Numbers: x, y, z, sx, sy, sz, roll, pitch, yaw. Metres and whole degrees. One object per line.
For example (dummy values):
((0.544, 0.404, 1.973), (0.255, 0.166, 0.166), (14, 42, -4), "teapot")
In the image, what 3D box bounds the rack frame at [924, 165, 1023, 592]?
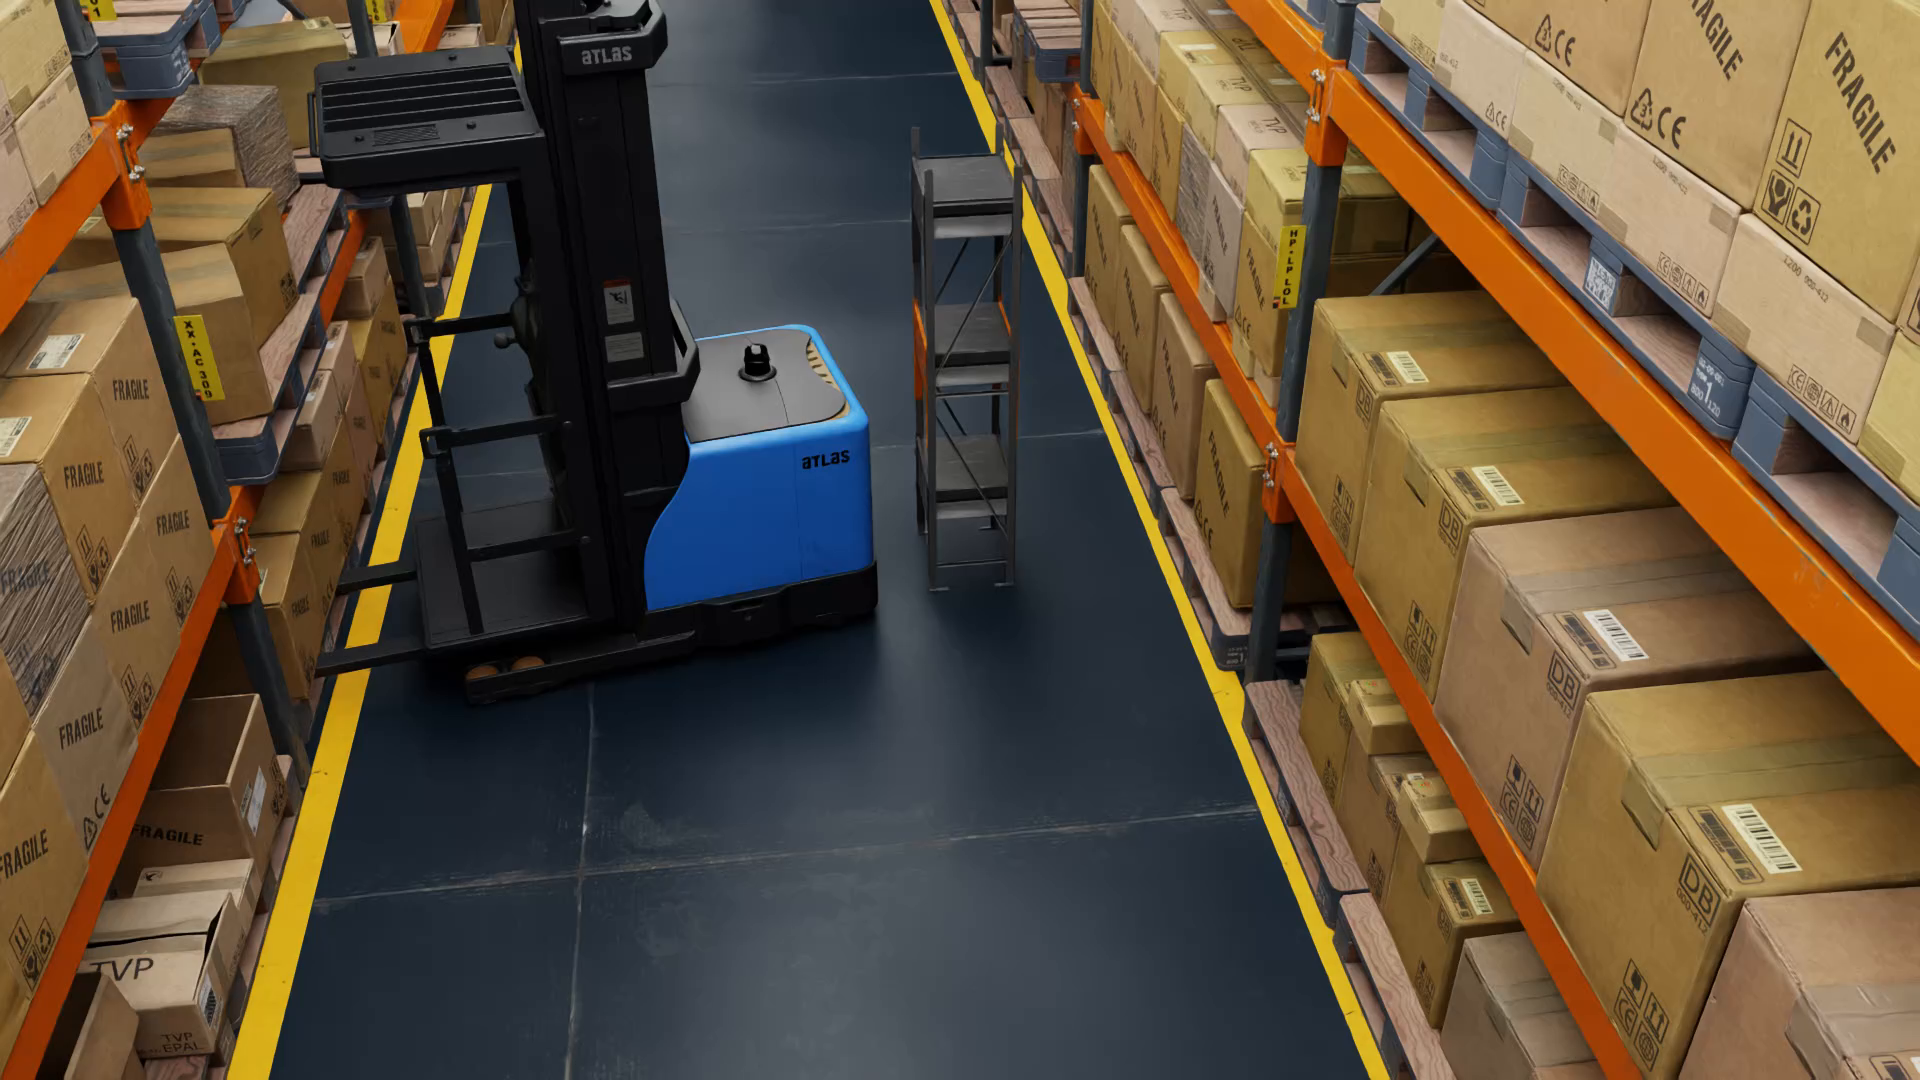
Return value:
((0.055, -0.639, 7.323), (0.400, 2.100, 0.015), (-4, 35, -6), "rack frame")

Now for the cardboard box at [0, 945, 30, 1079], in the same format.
((-2.562, 1.134, 3.834), (0.500, 0.500, 0.500), (-4, 35, -7), "cardboard box")

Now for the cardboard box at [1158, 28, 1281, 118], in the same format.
((1.232, -2.178, 7.745), (0.500, 0.250, 0.500), (-5, 35, -7), "cardboard box")

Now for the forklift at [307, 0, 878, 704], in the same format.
((-1.953, -0.835, 6.873), (3.031, 2.935, 1.130), (-11, 36, -16), "forklift")

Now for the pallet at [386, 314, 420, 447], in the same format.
((-3.638, -0.882, 9.357), (1.003, 0.211, 1.213), (-4, 35, -6), "pallet")

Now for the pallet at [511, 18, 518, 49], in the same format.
((-4.471, -4.663, 14.905), (1.003, 0.211, 1.213), (-4, 35, -6), "pallet")

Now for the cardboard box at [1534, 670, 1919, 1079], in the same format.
((2.096, 0.820, 4.116), (0.980, 0.700, 0.700), (-5, 35, -7), "cardboard box")

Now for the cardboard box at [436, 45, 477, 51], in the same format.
((-3.824, -3.461, 12.236), (0.500, 0.311, 0.500), (-3, 34, -5), "cardboard box")

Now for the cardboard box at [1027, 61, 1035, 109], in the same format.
((0.904, -3.518, 12.578), (0.700, 0.500, 0.500), (-5, 35, -7), "cardboard box")

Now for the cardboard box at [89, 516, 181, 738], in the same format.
((-2.770, 0.284, 5.081), (0.500, 0.500, 0.500), (-3, 34, -5), "cardboard box")

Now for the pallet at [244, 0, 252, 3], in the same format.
((-3.323, -2.331, 6.511), (1.213, 0.211, 1.003), (-4, 35, -6), "pallet")

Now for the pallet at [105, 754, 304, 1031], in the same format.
((-3.071, 1.314, 6.135), (1.003, 0.211, 1.213), (-4, 35, -6), "pallet")

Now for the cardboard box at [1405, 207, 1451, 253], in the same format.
((1.942, -1.358, 6.542), (0.500, 0.250, 0.500), (-3, 34, -5), "cardboard box")

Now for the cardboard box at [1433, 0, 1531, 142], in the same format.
((1.632, -1.300, 4.502), (0.500, 0.250, 0.500), (-5, 35, -7), "cardboard box")

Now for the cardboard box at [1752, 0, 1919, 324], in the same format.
((1.858, -0.737, 3.010), (0.500, 0.500, 0.500), (-3, 34, -5), "cardboard box")

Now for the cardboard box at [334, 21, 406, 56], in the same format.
((-3.629, -2.931, 9.966), (0.500, 0.311, 0.500), (-5, 35, -7), "cardboard box")

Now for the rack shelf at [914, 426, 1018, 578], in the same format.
((0.022, -0.186, 7.925), (0.431, 0.518, 0.480), (-4, 35, -6), "rack shelf")

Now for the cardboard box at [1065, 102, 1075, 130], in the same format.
((1.105, -2.674, 11.339), (0.700, 0.500, 0.500), (-4, 35, -6), "cardboard box")

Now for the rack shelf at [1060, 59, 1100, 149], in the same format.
((0.939, -3.650, 11.581), (1.077, 0.370, 4.000), (-4, 35, -6), "rack shelf")

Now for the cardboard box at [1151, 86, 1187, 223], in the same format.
((1.224, -1.853, 7.935), (0.500, 0.500, 0.500), (-3, 34, -5), "cardboard box")

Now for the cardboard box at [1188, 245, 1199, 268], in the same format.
((1.292, -1.383, 7.821), (0.380, 0.149, 0.250), (-5, 35, -8), "cardboard box")

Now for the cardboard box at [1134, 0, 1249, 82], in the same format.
((1.157, -2.462, 8.163), (0.500, 0.250, 0.500), (-4, 34, -6), "cardboard box")

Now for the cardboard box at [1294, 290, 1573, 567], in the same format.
((1.802, -0.419, 5.935), (0.980, 0.700, 0.700), (-4, 34, -6), "cardboard box")

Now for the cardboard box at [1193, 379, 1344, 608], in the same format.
((1.529, -0.237, 7.470), (0.750, 0.750, 0.750), (-4, 34, -6), "cardboard box")

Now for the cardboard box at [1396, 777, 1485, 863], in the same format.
((1.680, 0.914, 5.516), (0.380, 0.149, 0.250), (-5, 35, -8), "cardboard box")

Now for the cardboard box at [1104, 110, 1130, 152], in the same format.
((0.999, -2.238, 9.076), (0.380, 0.149, 0.250), (-3, 34, -5), "cardboard box")

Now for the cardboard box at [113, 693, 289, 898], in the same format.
((-2.805, 0.926, 6.057), (0.500, 0.500, 0.500), (-4, 35, -6), "cardboard box")

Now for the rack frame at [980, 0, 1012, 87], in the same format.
((0.670, -5.063, 13.016), (1.000, 3.000, 0.127), (-4, 35, -6), "rack frame")

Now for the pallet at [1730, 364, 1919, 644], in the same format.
((2.173, 0.017, 2.976), (1.003, 0.211, 1.213), (-4, 35, -6), "pallet")

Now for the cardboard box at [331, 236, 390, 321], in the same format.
((-3.330, -1.377, 8.771), (0.500, 0.250, 0.500), (-3, 34, -5), "cardboard box")

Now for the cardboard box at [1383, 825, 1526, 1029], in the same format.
((1.876, 1.253, 5.595), (0.700, 0.500, 0.500), (-4, 34, -5), "cardboard box")

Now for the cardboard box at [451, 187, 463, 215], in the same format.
((-3.624, -2.376, 11.141), (0.500, 0.250, 0.500), (-5, 35, -8), "cardboard box")

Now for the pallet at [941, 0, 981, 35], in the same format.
((0.377, -4.965, 15.349), (1.003, 0.211, 1.213), (-4, 35, -6), "pallet")

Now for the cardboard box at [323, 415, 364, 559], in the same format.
((-3.129, -0.235, 7.761), (0.500, 0.500, 0.500), (-4, 34, -6), "cardboard box")

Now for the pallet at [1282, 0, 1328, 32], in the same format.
((1.573, -2.267, 6.420), (0.805, 0.209, 1.217), (-6, 35, -8), "pallet")

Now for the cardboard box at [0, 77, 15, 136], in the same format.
((-2.764, -1.076, 4.191), (0.500, 0.250, 0.500), (-4, 35, -6), "cardboard box")

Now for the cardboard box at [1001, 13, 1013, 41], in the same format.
((0.568, -4.370, 14.125), (0.380, 0.166, 0.250), (-9, 35, -13), "cardboard box")

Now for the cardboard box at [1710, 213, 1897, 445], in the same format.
((1.851, -0.438, 3.237), (0.500, 0.250, 0.500), (-6, 35, -8), "cardboard box")

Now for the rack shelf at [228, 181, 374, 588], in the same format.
((-3.432, -1.040, 7.752), (1.077, 0.370, 4.000), (-4, 35, -6), "rack shelf")

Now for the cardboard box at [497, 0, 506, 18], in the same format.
((-4.066, -4.594, 13.730), (0.500, 0.500, 0.500), (-4, 35, -6), "cardboard box")

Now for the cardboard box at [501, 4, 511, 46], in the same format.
((-4.063, -4.284, 13.942), (0.500, 0.250, 0.500), (-4, 35, -6), "cardboard box")

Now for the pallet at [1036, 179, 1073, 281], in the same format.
((1.104, -2.115, 11.166), (1.003, 0.211, 1.213), (-4, 35, -6), "pallet")

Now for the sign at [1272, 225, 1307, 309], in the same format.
((1.209, -0.998, 6.093), (0.100, 0.325, 0.005), (-4, 35, -6), "sign")

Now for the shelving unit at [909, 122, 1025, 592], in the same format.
((0.022, -0.775, 7.523), (0.431, 2.100, 0.503), (-4, 35, -6), "shelving unit")

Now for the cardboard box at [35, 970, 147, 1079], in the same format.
((-2.905, 1.676, 4.953), (0.797, 0.503, 0.637), (-4, 35, -6), "cardboard box")

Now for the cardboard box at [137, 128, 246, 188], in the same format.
((-3.461, -1.418, 7.205), (0.700, 0.500, 0.500), (-13, 36, -18), "cardboard box")

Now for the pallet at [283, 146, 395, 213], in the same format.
((-3.540, -2.002, 8.694), (1.213, 0.211, 1.003), (-4, 35, -6), "pallet")

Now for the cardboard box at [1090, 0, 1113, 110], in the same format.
((1.019, -2.713, 9.197), (0.500, 0.500, 0.500), (-3, 34, -5), "cardboard box")

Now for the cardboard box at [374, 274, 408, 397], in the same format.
((-3.342, -1.099, 9.027), (0.500, 0.500, 0.500), (-3, 34, -5), "cardboard box")

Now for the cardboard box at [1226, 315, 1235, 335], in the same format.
((1.372, -0.958, 7.197), (0.380, 0.149, 0.250), (-3, 34, -5), "cardboard box")

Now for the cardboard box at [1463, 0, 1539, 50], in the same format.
((1.639, -1.596, 4.270), (0.500, 0.500, 0.500), (-5, 35, -7), "cardboard box")

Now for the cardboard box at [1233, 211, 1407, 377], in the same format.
((1.434, -1.010, 6.698), (0.500, 0.500, 0.500), (-5, 35, -7), "cardboard box")

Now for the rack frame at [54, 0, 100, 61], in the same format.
((-3.163, -2.701, 4.222), (1.000, 3.000, 0.127), (-4, 35, -6), "rack frame")

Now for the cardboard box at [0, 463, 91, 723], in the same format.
((-2.699, 0.153, 4.385), (0.500, 0.500, 0.500), (-4, 34, -6), "cardboard box")

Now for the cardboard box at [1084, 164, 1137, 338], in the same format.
((1.176, -1.696, 9.611), (0.750, 0.750, 0.750), (-5, 35, -7), "cardboard box")

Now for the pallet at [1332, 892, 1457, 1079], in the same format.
((1.938, 1.666, 5.618), (1.003, 0.211, 1.213), (-4, 35, -6), "pallet")

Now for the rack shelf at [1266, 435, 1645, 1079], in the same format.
((2.014, 0.814, 5.030), (1.077, 0.370, 4.000), (-4, 35, -6), "rack shelf")

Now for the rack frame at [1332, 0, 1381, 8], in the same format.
((1.746, -3.078, 4.776), (1.000, 3.000, 0.127), (-4, 35, -6), "rack frame")
